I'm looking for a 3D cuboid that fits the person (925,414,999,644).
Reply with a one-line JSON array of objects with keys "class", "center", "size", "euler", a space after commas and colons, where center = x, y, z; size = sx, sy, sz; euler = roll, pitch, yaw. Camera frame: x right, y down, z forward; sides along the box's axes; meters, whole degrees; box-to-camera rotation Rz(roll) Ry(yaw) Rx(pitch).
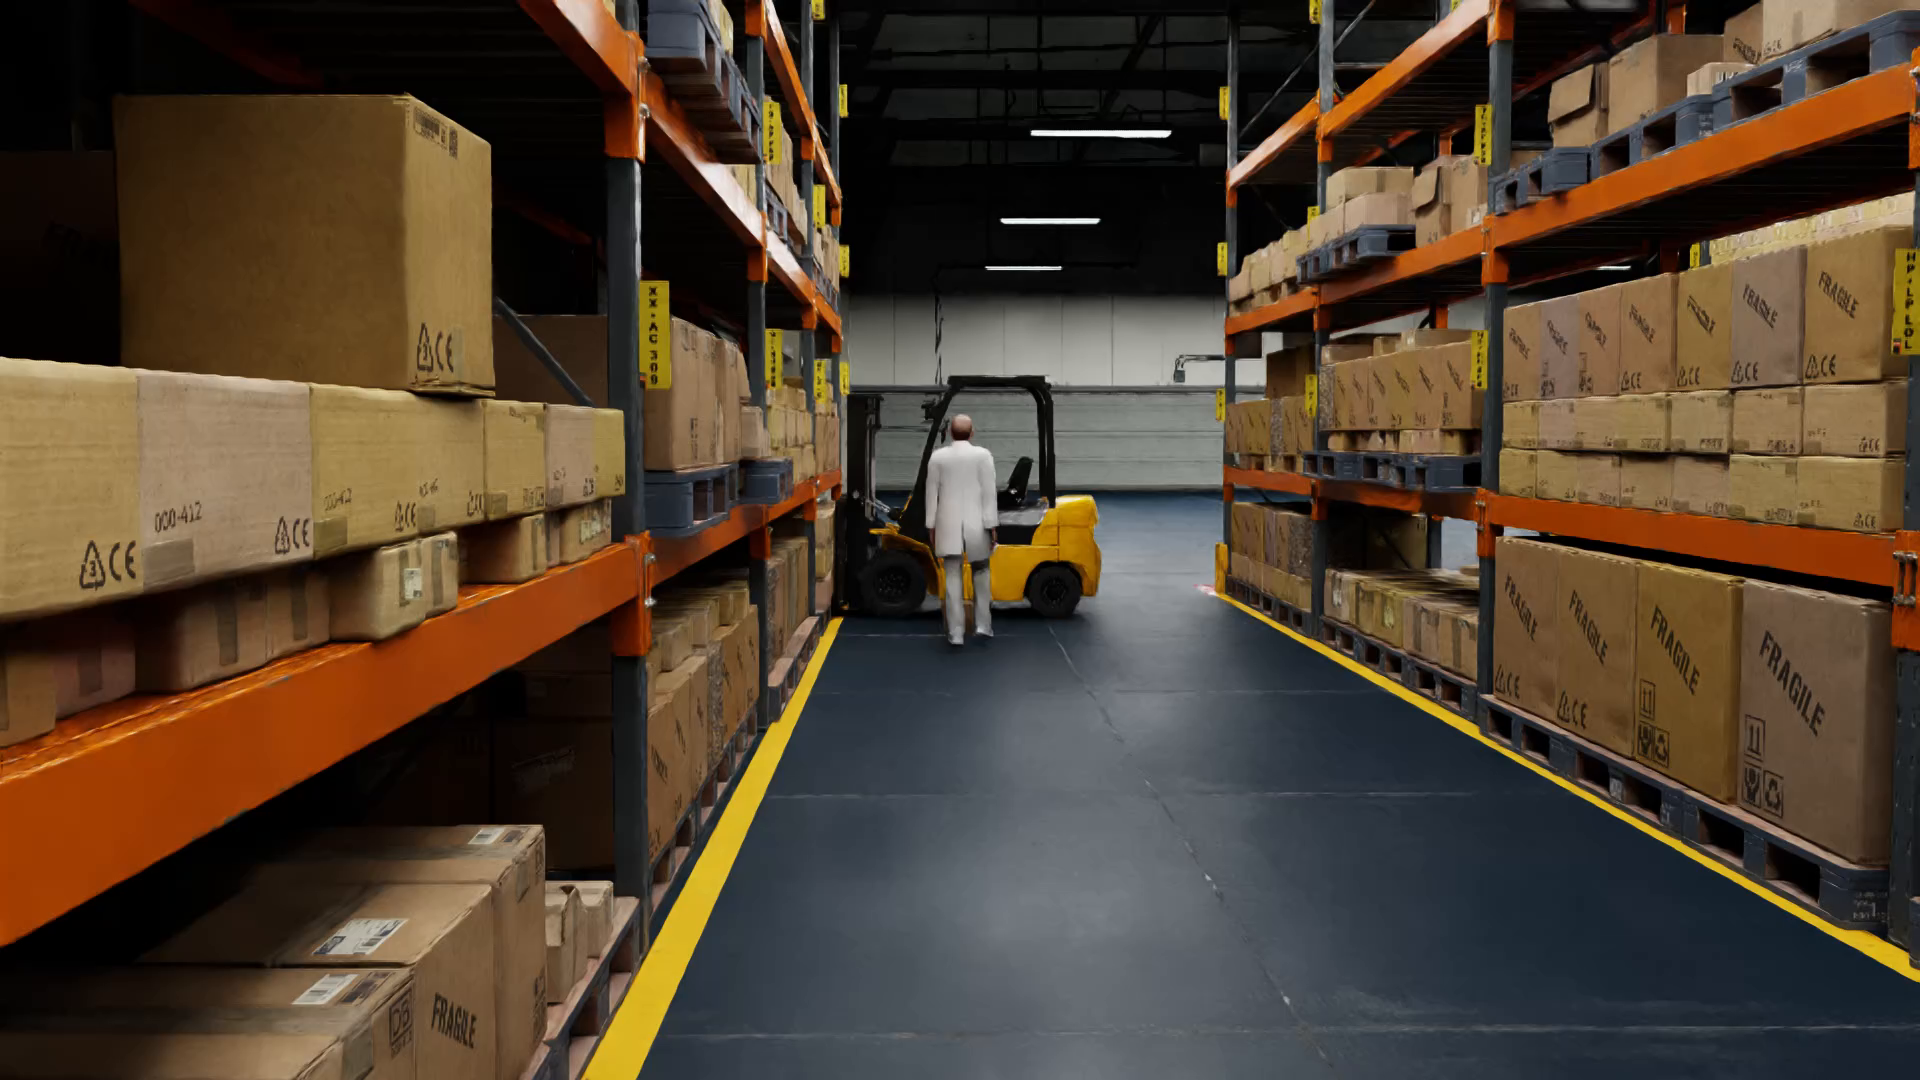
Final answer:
[{"class": "person", "center": [0.015, -0.093, 12.981], "size": [0.583, 1.779, 0.645], "euler": [0, 4, 2]}]
